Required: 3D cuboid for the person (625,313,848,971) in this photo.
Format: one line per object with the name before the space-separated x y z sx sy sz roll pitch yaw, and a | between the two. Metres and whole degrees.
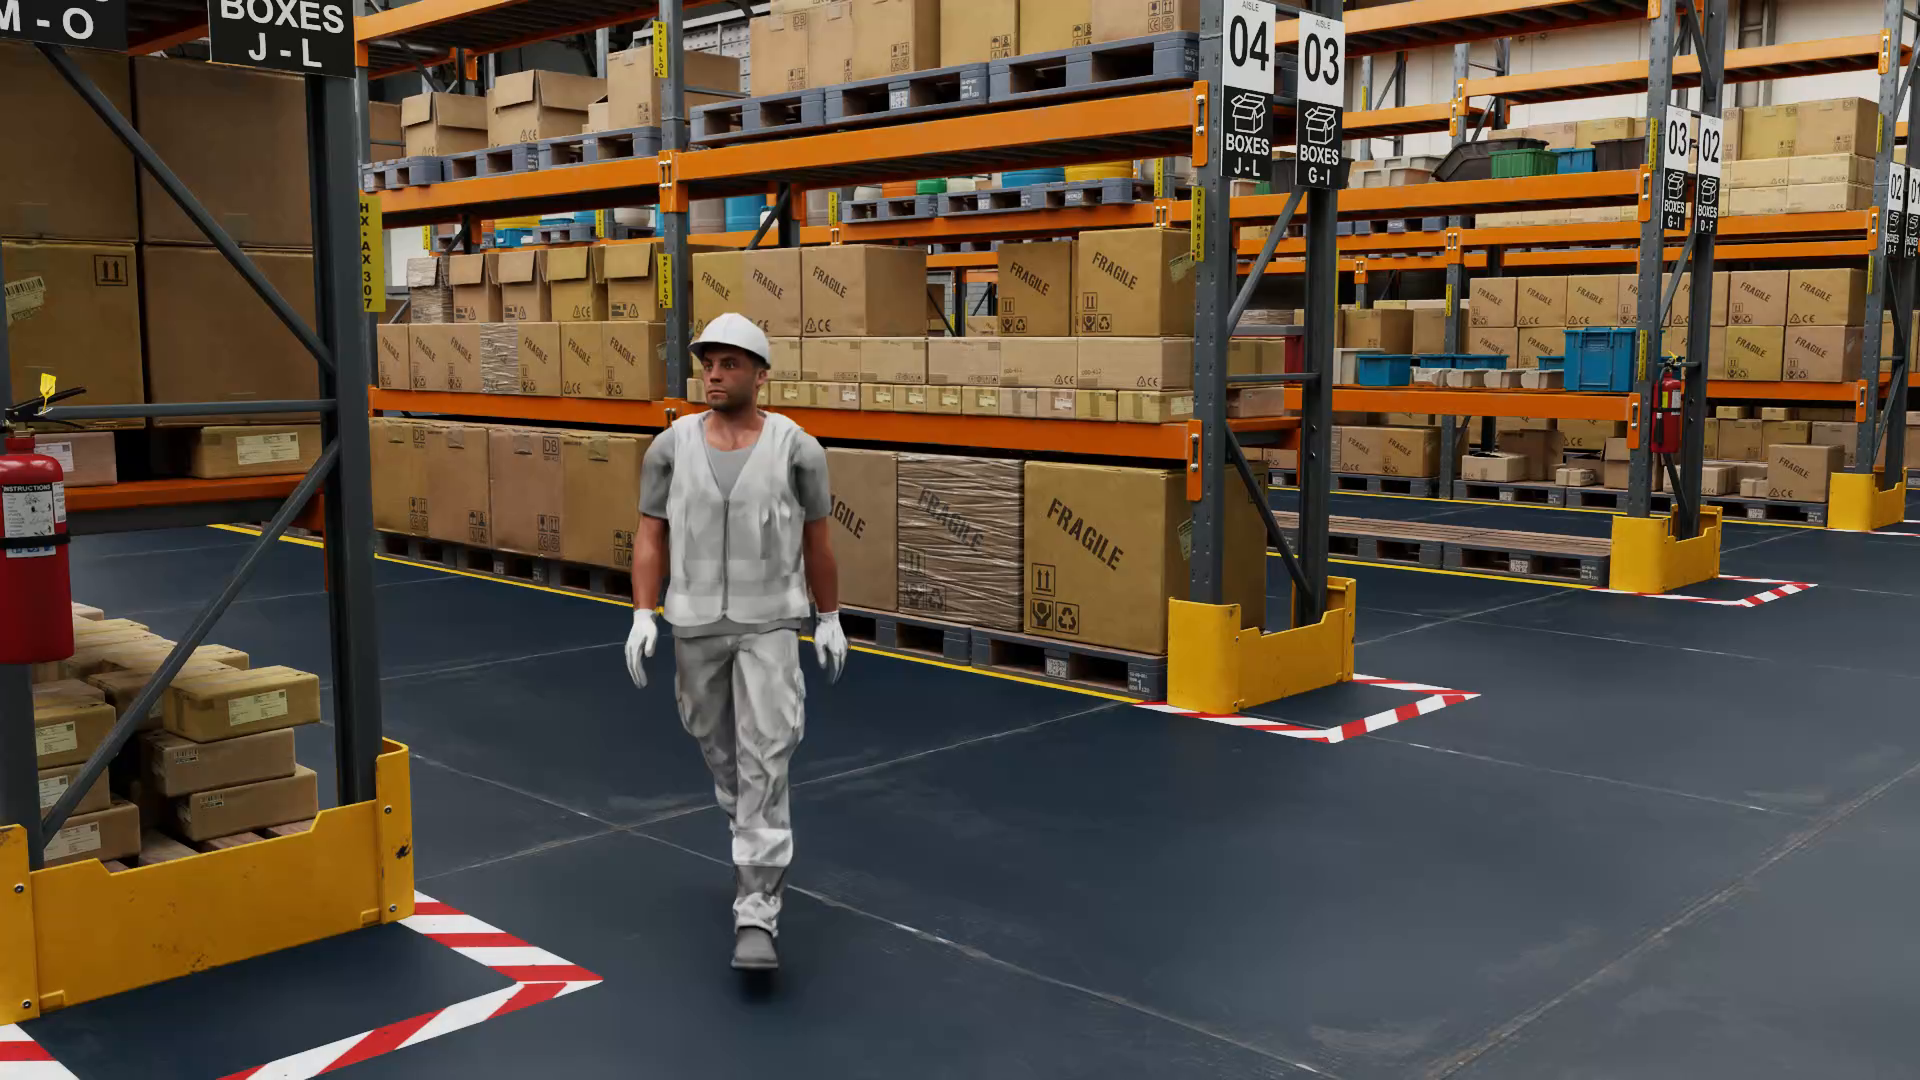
person | -0.631 0.245 4.657 0.590 1.748 1.022 0 7 4
